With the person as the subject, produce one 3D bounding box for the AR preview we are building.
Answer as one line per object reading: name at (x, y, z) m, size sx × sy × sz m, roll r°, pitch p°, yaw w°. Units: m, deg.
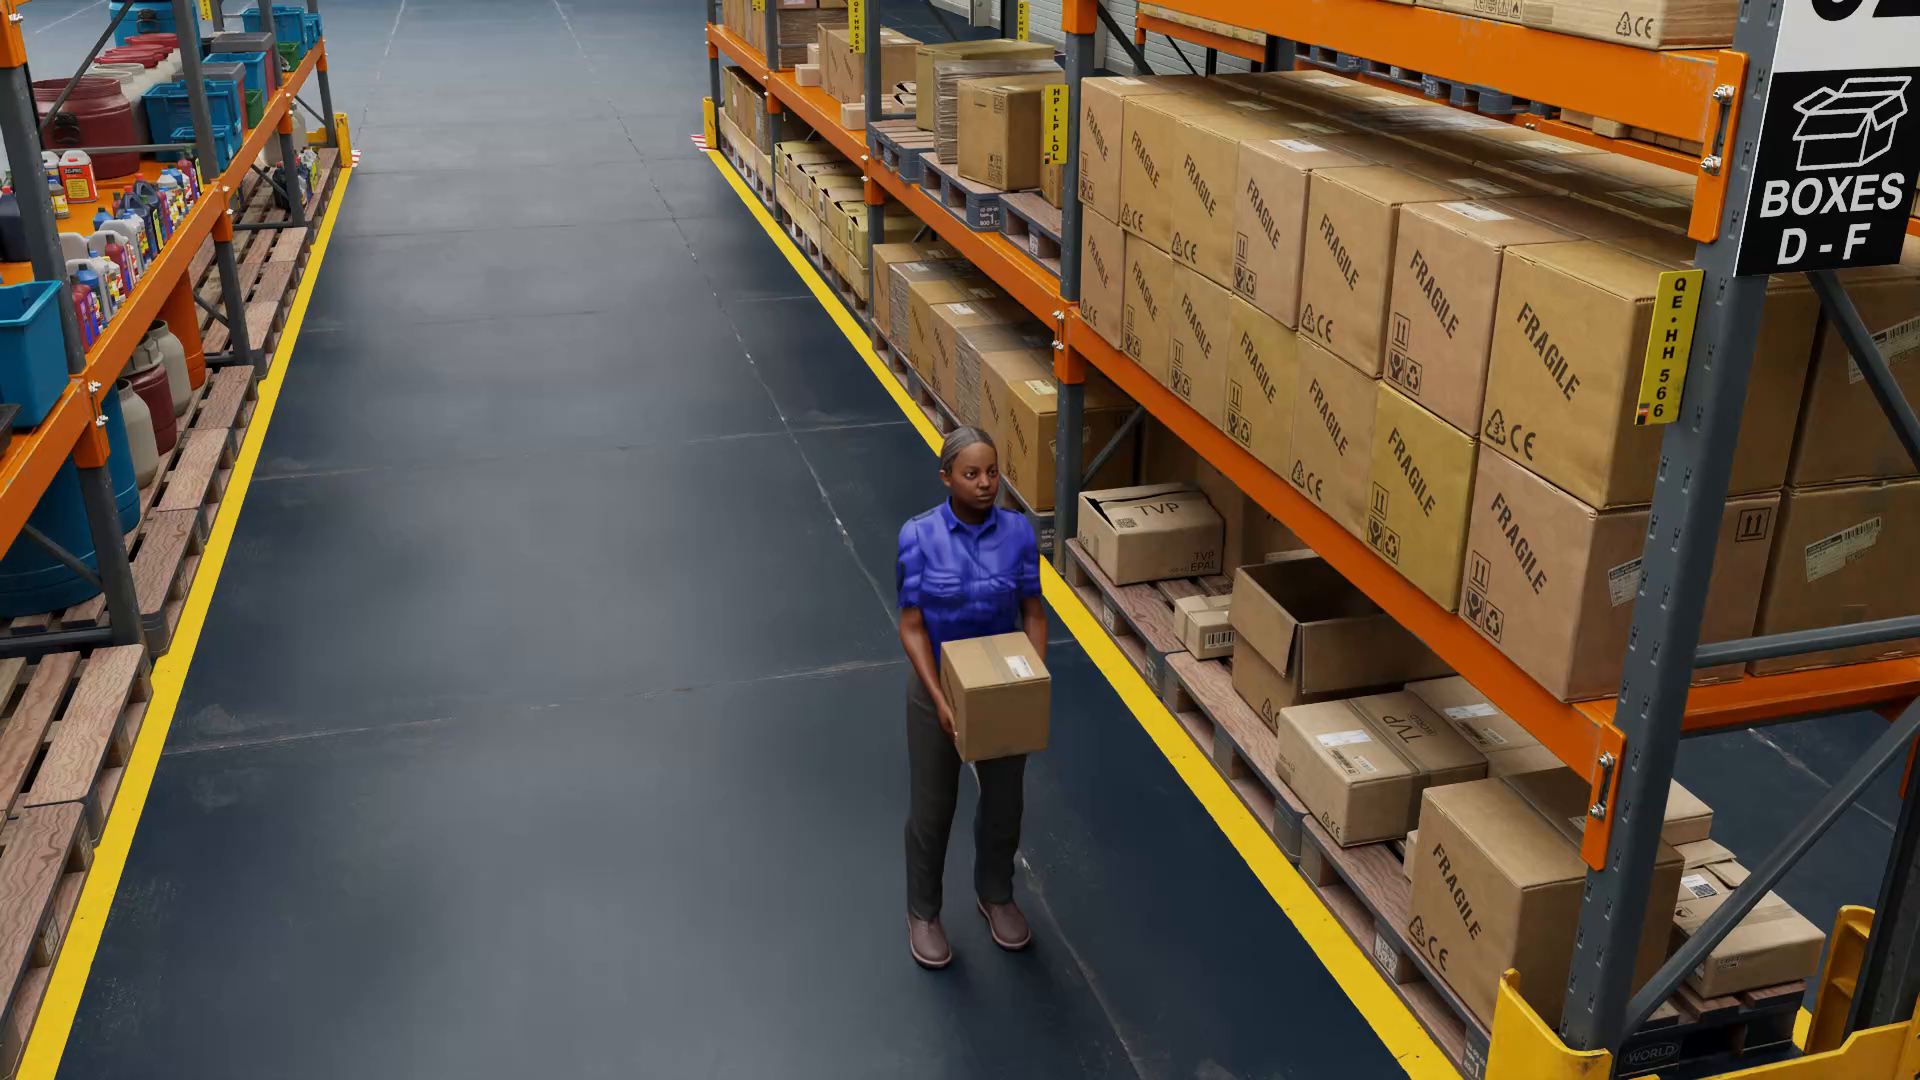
person at (0.053, 0.497, 4.936) m, size 0.456 × 1.655 × 0.507 m, roll -6°, pitch 24°, yaw -14°
